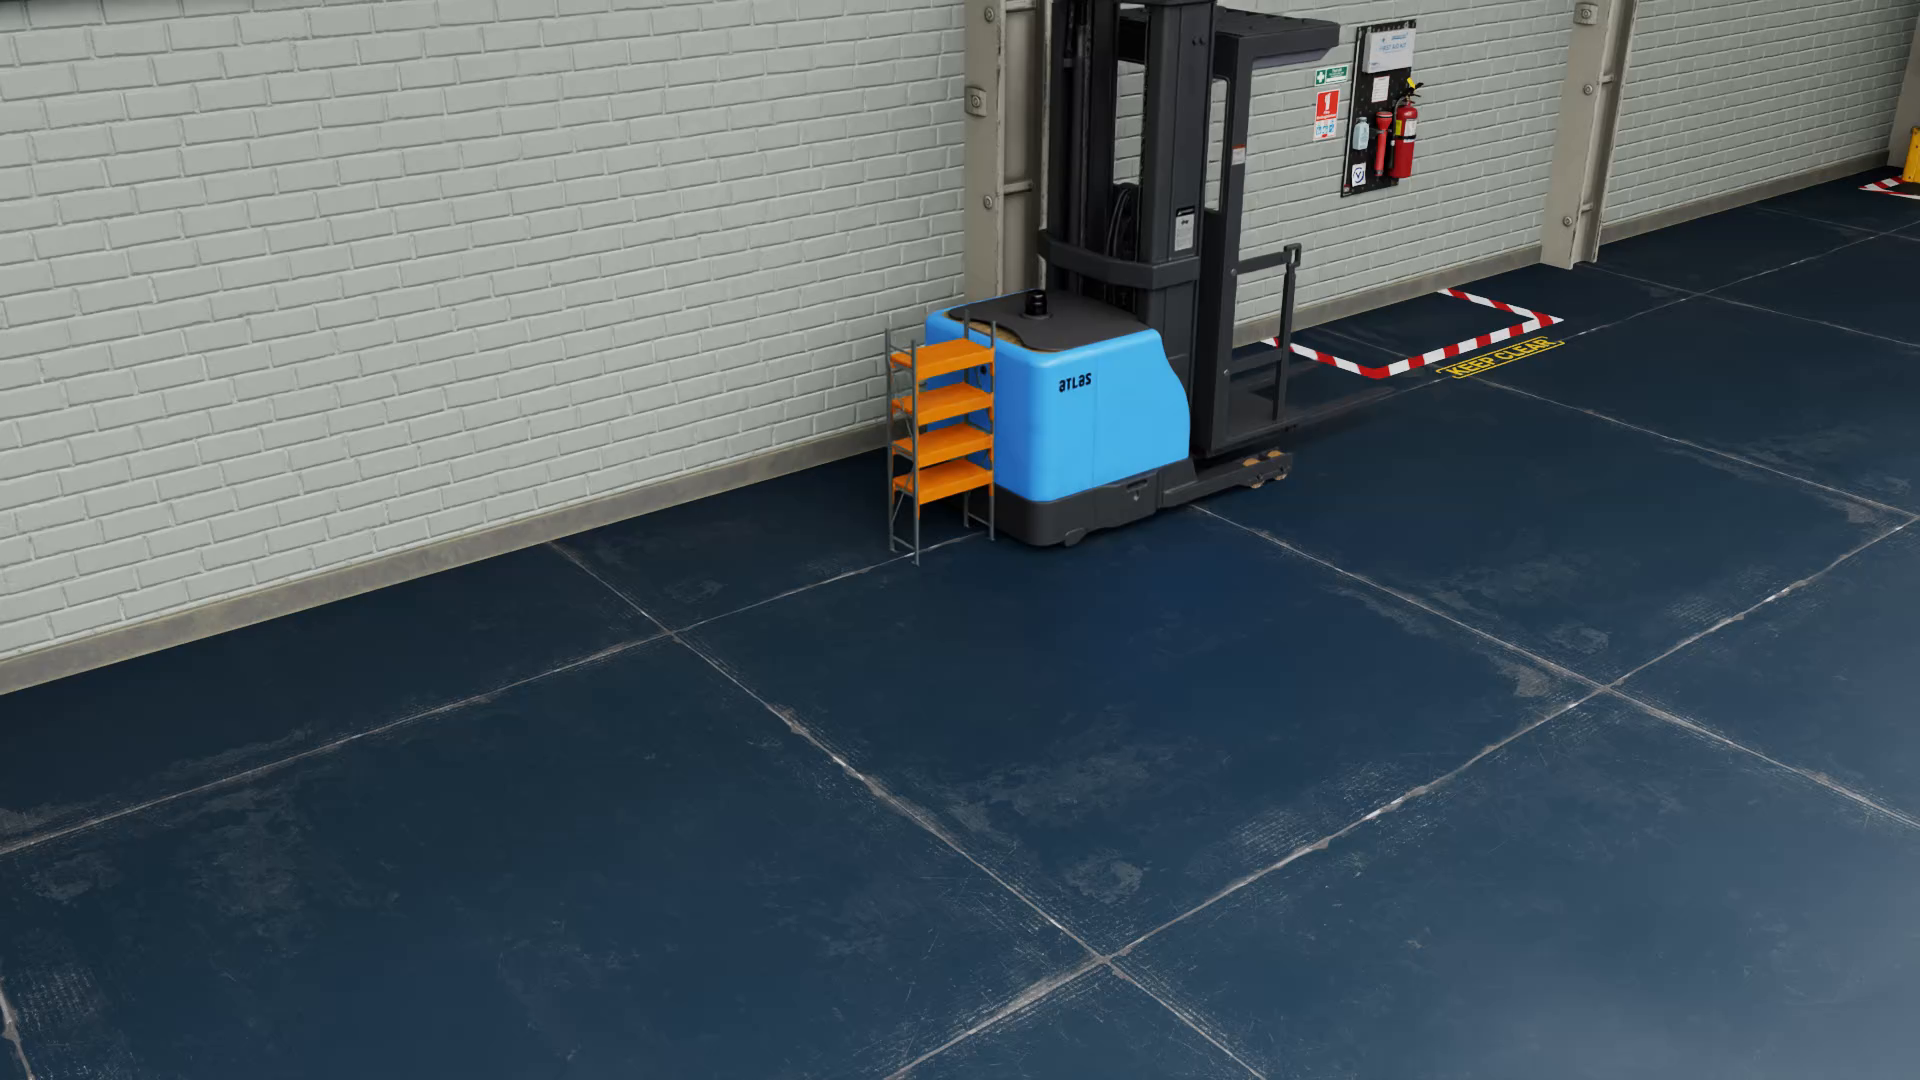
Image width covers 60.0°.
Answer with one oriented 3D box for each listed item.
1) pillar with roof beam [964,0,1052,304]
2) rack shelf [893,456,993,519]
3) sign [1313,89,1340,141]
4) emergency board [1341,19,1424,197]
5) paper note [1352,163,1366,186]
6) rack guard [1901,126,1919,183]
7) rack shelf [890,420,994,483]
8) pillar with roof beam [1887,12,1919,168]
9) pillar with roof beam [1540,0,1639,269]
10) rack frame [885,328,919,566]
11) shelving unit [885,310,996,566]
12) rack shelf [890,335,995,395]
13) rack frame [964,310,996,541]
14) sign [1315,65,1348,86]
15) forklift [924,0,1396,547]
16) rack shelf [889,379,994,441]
[{"bbox_3d":[2.928,-3.390,5.365,0.400,9.000,9.100,-18,31,-34],"label":"pillar with roof beam"},{"bbox_3d":[-0.095,-0.274,8.547,0.480,0.148,0.258,-18,30,-34],"label":"rack shelf"},{"bbox_3d":[2.526,-2.931,11.460,0.234,0.329,0.001,-18,31,-34],"label":"sign"},{"bbox_3d":[3.025,-3.024,11.703,0.643,1.169,0.194,-18,31,-34],"label":"emergency board"},{"bbox_3d":[2.843,-2.602,11.839,0.142,0.148,0.016,-18,31,-34],"label":"paper note"},{"bbox_3d":[9.757,-3.630,15.977,0.348,0.500,1.175,-18,31,-34],"label":"rack guard"},{"bbox_3d":[-0.095,-0.454,8.464,0.480,0.148,0.258,-18,30,-34],"label":"rack shelf"},{"bbox_3d":[12.371,-6.507,12.082,0.400,9.000,9.100,-18,31,-34],"label":"pillar with roof beam"},{"bbox_3d":[7.649,-4.949,8.724,0.400,9.000,9.100,-18,31,-34],"label":"pillar with roof beam"},{"bbox_3d":[-0.288,-0.453,8.300,0.015,1.200,0.240,-18,30,-34],"label":"rack frame"},{"bbox_3d":[-0.095,-0.515,8.435,0.503,1.200,0.258,-18,30,-34],"label":"shelving unit"},{"bbox_3d":[-0.095,-0.872,8.270,0.480,0.148,0.258,-18,30,-34],"label":"rack shelf"},{"bbox_3d":[0.099,-0.578,8.570,0.015,1.200,0.240,-18,30,-34],"label":"rack frame"},{"bbox_3d":[2.535,-3.170,11.345,0.331,0.109,0.001,-18,31,-34],"label":"sign"},{"bbox_3d":[1.278,-1.778,9.100,3.031,2.935,1.130,-18,30,-34],"label":"forklift"},{"bbox_3d":[-0.095,-0.657,8.369,0.480,0.148,0.258,-18,30,-34],"label":"rack shelf"}]
